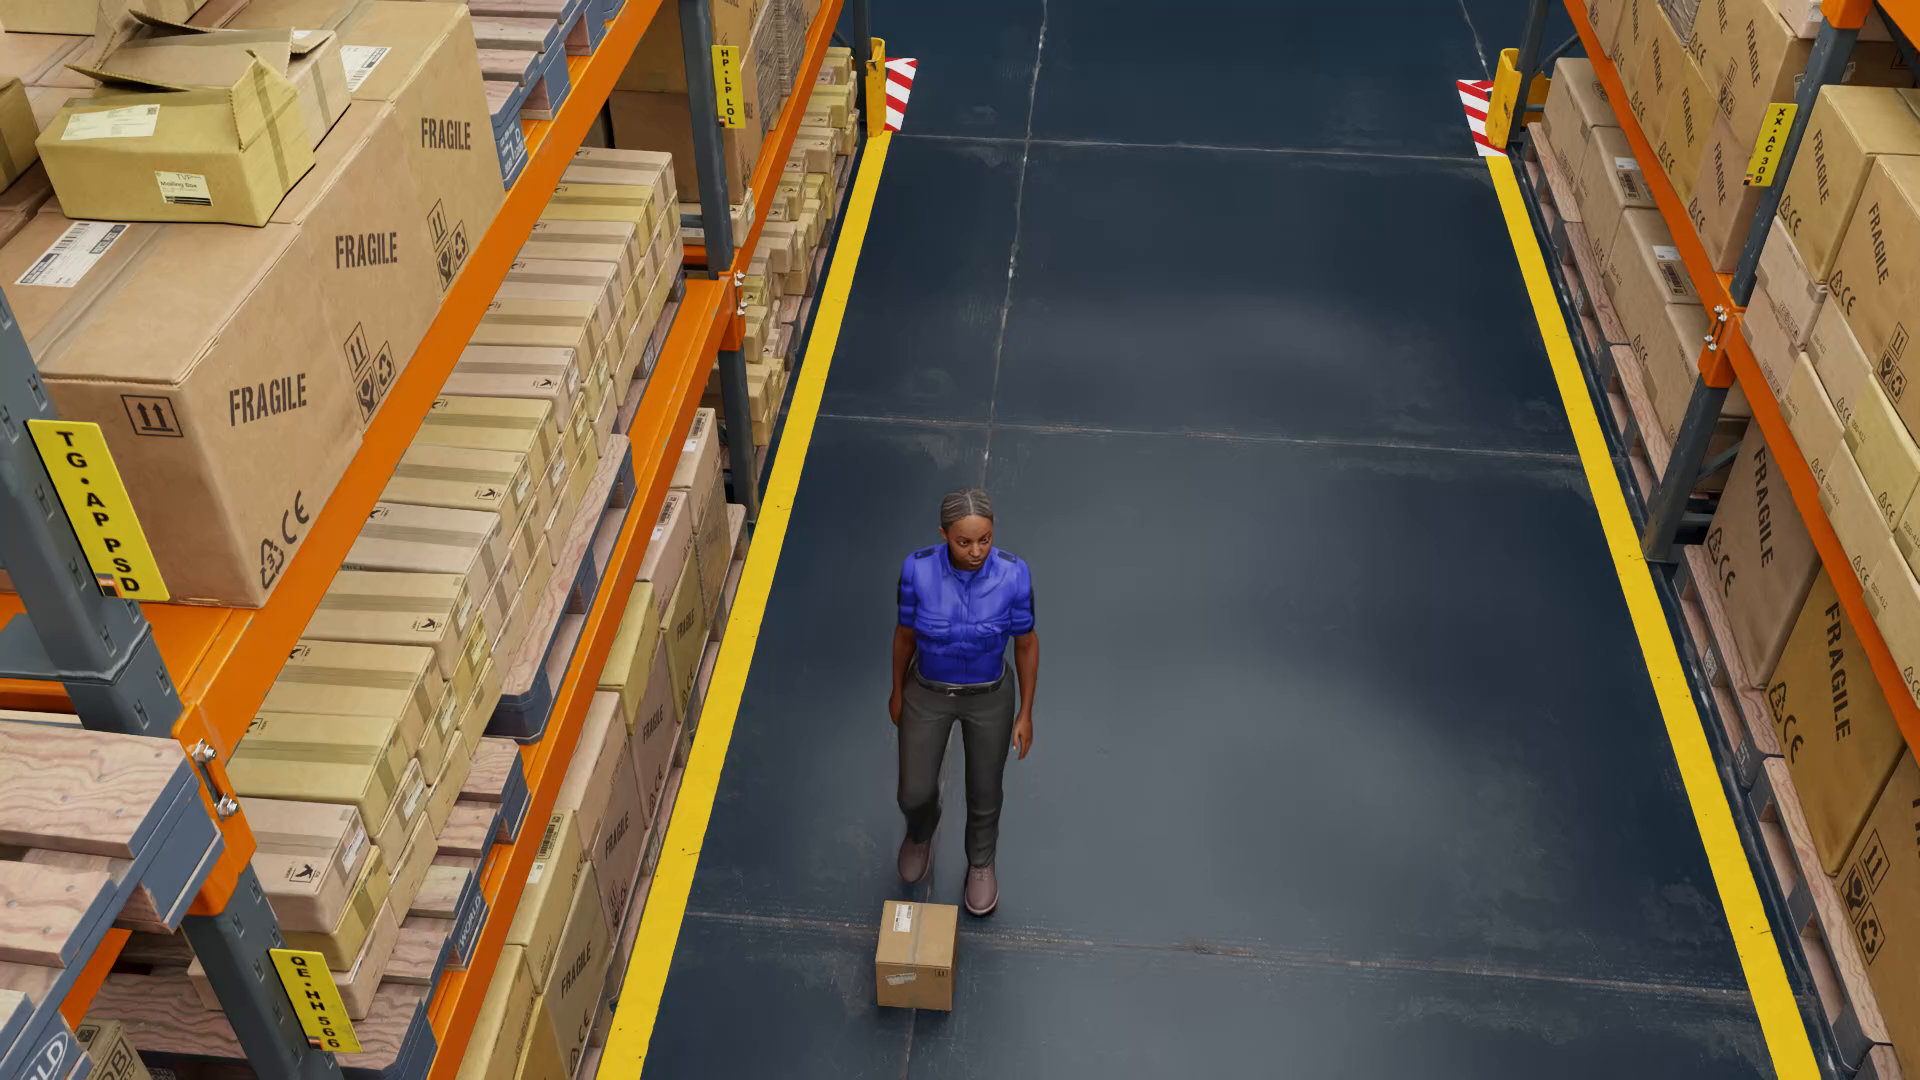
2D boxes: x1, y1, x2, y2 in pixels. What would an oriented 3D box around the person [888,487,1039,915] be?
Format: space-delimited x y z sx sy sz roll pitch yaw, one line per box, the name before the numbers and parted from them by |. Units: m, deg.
person | 0.007 0.569 5.485 0.496 1.708 0.437 0 40 0
